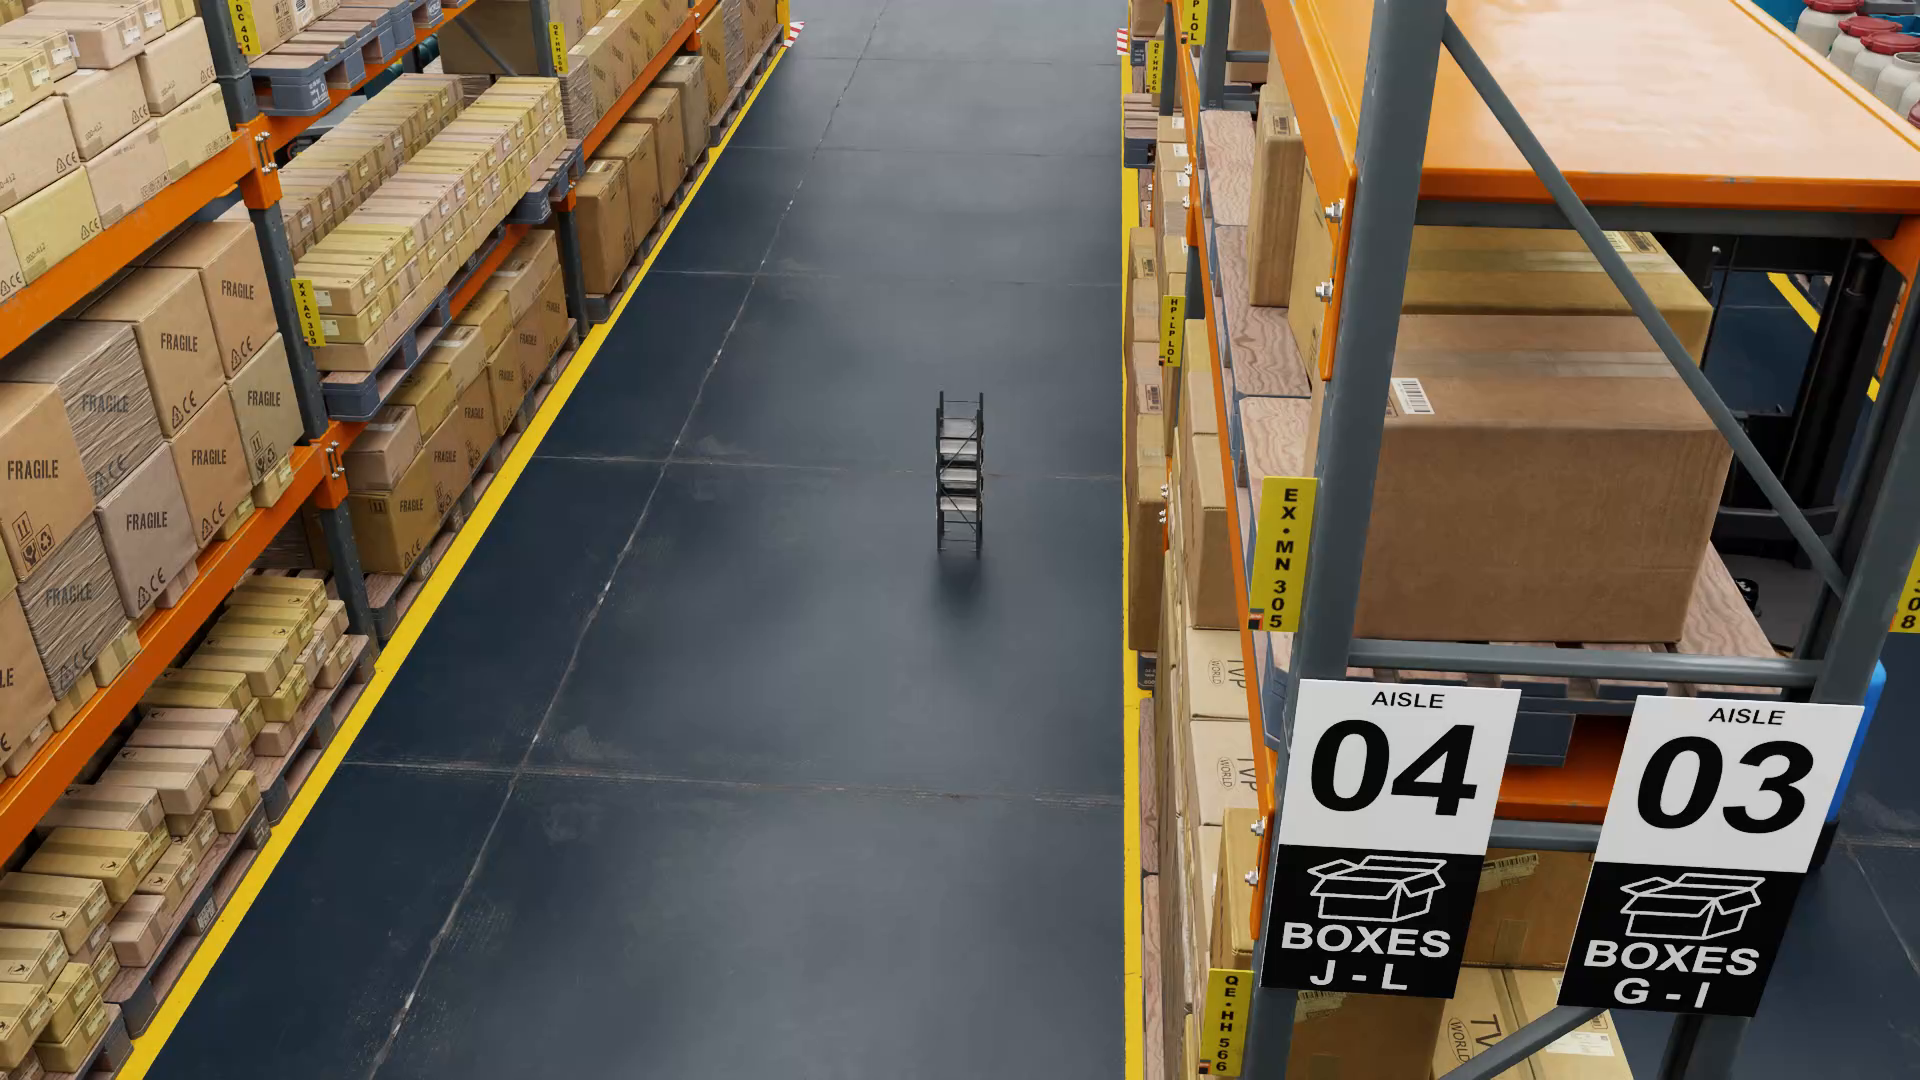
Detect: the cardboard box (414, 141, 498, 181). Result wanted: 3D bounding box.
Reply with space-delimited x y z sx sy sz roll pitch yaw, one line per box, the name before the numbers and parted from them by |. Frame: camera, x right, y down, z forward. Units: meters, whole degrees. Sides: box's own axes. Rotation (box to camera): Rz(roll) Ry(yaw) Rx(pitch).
cardboard box | -2.853 -2.141 9.417 0.380 0.149 0.250 4 32 6

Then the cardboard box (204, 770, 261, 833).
cardboard box | -3.265 1.120 7.172 0.380 0.149 0.250 2 32 4

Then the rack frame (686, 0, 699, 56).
rack frame | -2.837 -4.859 14.556 1.000 3.000 0.127 2 32 4

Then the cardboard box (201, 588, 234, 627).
cardboard box | -3.723 0.277 7.972 0.380 0.149 0.250 4 32 6

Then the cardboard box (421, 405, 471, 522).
cardboard box | -3.122 -0.443 9.372 0.500 0.500 0.500 4 32 6

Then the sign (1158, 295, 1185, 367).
sign | 0.906 -0.889 7.085 0.100 0.325 0.005 2 32 4

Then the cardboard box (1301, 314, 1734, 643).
cardboard box | 1.111 -0.135 3.440 0.700 0.500 0.500 1 32 1

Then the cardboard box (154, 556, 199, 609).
cardboard box | -3.309 0.144 6.677 0.380 0.149 0.250 1 32 2

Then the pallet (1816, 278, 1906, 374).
pallet | 6.811 -1.508 11.776 1.003 0.211 1.213 2 32 4

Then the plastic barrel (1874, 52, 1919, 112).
plastic barrel | 6.615 -3.106 11.605 0.421 0.512 0.421 0 32 0

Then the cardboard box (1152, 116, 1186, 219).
cardboard box | 1.462 -2.303 10.313 0.500 0.500 0.500 3 32 5

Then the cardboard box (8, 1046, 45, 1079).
cardboard box | -3.499 1.920 5.874 0.380 0.149 0.250 3 32 5

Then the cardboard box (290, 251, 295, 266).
cardboard box | -3.609 -1.359 8.431 0.380 0.149 0.250 4 32 6

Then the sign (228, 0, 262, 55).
sign | -2.947 -2.154 6.815 0.100 0.325 0.005 2 32 4

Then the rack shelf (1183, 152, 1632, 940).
rack shelf | 1.284 -0.336 5.044 1.077 0.370 4.000 2 32 4

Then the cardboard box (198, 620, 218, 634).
cardboard box | -3.836 0.408 8.043 0.380 0.149 0.250 4 32 6

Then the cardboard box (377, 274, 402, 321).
cardboard box | -2.978 -1.197 8.169 0.380 0.149 0.250 2 32 3

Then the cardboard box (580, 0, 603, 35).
cardboard box | -3.036 -4.003 12.119 0.700 0.500 0.500 2 32 3

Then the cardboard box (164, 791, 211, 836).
cardboard box | -3.372 1.094 6.930 0.380 0.149 0.250 1 32 2

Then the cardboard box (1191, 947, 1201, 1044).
cardboard box | 0.864 1.319 4.770 0.380 0.149 0.250 3 32 4

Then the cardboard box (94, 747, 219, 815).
cardboard box | -3.290 0.988 6.818 0.380 0.149 0.250 1 32 2

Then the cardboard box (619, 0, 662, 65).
cardboard box | -2.695 -4.089 13.211 0.500 0.500 0.500 3 32 5

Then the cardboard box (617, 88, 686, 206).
cardboard box | -2.880 -3.248 13.685 1.050 0.750 0.750 2 32 4

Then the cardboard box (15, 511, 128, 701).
cardboard box | -3.396 0.220 5.936 0.500 0.500 0.500 2 32 3

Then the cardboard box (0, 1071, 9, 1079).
cardboard box | -3.437 1.920 5.589 0.380 0.149 0.250 2 32 4

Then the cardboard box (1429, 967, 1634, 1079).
cardboard box | 1.430 1.378 4.295 0.500 0.250 0.500 2 32 3

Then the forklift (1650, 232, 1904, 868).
forklift | 3.405 -0.599 7.709 1.130 2.935 3.031 4 32 6

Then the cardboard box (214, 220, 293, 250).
cardboard box | -3.606 -1.495 8.369 0.380 0.149 0.250 1 32 2

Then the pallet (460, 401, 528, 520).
pallet | -3.329 -0.536 10.199 1.003 0.211 1.213 2 32 4

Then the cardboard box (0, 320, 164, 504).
cardboard box | -3.349 -0.476 6.112 0.500 0.500 0.500 3 32 5

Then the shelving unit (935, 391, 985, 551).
shelving unit | -0.001 -0.379 9.287 0.258 0.900 0.210 2 32 4

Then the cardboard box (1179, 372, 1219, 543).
cardboard box | 1.106 -0.297 6.297 0.500 0.500 0.500 2 32 4

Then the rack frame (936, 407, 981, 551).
rack frame | -0.009 -0.326 9.201 0.240 0.900 0.006 2 32 4

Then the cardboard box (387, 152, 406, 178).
cardboard box | -3.482 -2.178 9.762 0.380 0.149 0.250 3 32 4

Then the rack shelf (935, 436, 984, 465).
rack shelf | -0.001 -0.504 9.210 0.258 0.077 0.200 2 32 4

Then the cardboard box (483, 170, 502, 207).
cardboard box | -2.852 -2.014 9.495 0.380 0.149 0.250 3 32 5

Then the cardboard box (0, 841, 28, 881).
cardboard box | -3.868 1.231 6.424 0.380 0.149 0.250 1 32 2

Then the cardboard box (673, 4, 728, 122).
cardboard box | -2.716 -4.460 15.532 0.875 0.875 0.875 3 32 5

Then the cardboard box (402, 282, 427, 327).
cardboard box | -2.957 -1.210 8.474 0.380 0.149 0.250 3 32 4

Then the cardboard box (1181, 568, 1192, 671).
cardboard box | 1.066 0.291 6.058 0.500 0.250 0.500 3 32 5

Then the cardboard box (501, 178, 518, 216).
cardboard box | -2.831 -2.027 9.799 0.380 0.149 0.250 1 32 2

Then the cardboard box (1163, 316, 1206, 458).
cardboard box | 1.213 -0.710 7.728 0.500 0.500 0.500 3 32 4

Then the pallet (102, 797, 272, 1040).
pallet | -3.604 1.503 6.890 1.003 0.211 1.213 2 32 4

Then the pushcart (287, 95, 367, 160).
pushcart | -5.502 -3.830 15.386 1.648 0.377 0.936 -8 33 -13

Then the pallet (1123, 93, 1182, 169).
pallet | 1.725 -2.799 11.395 1.213 0.211 1.003 2 32 4

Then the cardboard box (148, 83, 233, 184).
cardboard box | -3.259 -1.621 6.586 0.500 0.250 0.500 3 32 5

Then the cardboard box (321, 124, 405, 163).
cardboard box | -3.479 -2.311 9.693 0.380 0.149 0.250 4 32 6

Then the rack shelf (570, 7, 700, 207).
rack shelf | -2.999 -3.507 13.048 1.077 0.370 4.000 2 32 4

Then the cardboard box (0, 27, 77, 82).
cardboard box | -3.369 -1.696 5.851 0.380 0.149 0.250 4 32 6

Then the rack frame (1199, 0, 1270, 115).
rack frame | 1.447 -2.965 5.765 1.000 3.000 0.127 2 32 4

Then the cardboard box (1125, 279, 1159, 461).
cardboard box | 1.616 -0.952 9.840 1.225 0.875 0.875 3 32 4

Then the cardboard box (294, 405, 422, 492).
cardboard box | -3.165 -0.485 8.726 0.500 0.250 0.500 1 32 2

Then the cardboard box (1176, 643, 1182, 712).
cardboard box | 0.987 0.514 6.077 0.380 0.149 0.250 3 32 5

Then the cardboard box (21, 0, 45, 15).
cardboard box | -3.753 -2.130 6.555 0.380 0.149 0.250 2 32 3

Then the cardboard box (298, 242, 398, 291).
cardboard box | -2.981 -1.334 8.107 0.380 0.149 0.250 3 32 5
